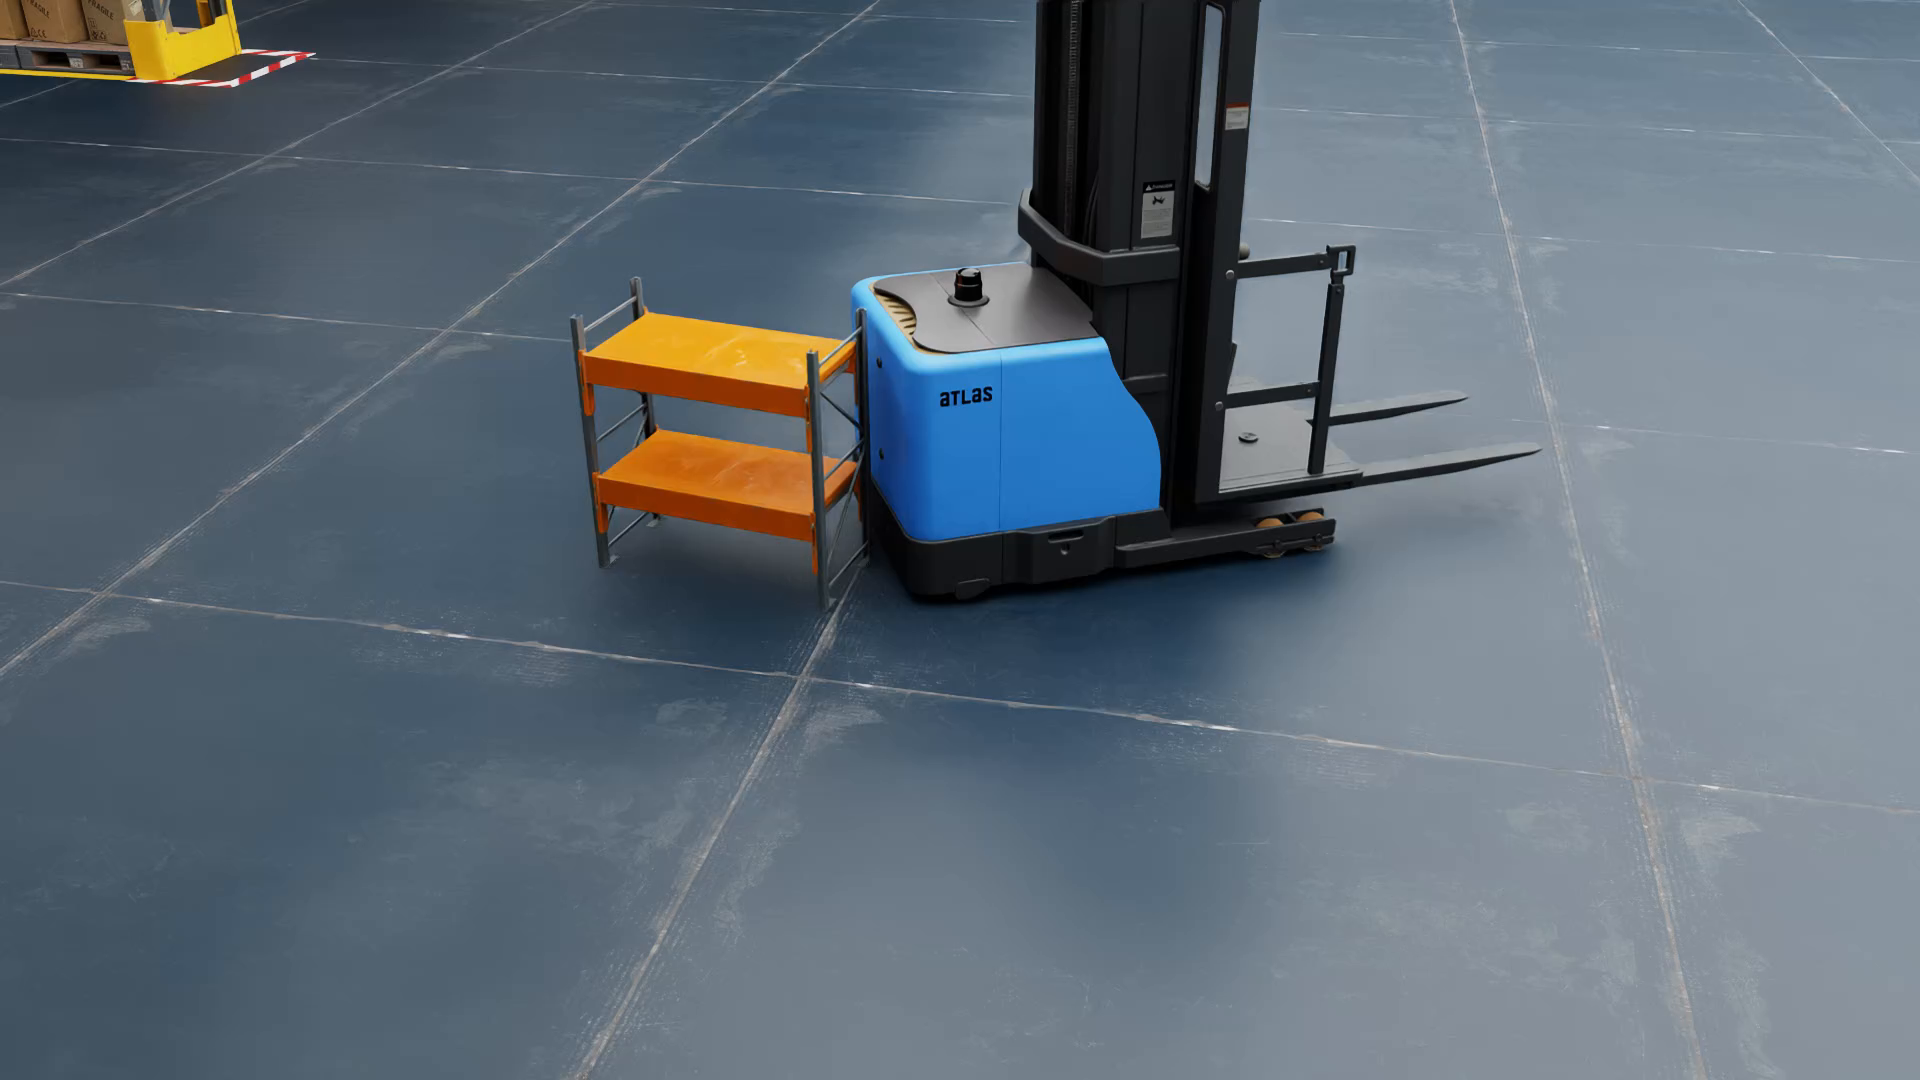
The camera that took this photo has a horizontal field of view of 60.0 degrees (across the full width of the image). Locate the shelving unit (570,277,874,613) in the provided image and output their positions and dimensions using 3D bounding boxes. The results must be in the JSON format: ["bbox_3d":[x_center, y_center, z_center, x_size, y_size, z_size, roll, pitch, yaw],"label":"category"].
[{"bbox_3d":[-0.947,-0.398,6.806,1.048,1.125,0.538,10,30,18],"label":"shelving unit"}]

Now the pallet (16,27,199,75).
[{"bbox_3d":[-7.799,-4.520,15.286,1.213,0.211,1.003,6,29,11],"label":"pallet"}]

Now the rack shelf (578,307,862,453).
[{"bbox_3d":[-0.947,-0.655,6.665,1.000,0.278,0.538,10,30,18],"label":"rack shelf"}]

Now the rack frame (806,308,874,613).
[{"bbox_3d":[-0.471,-0.312,6.649,0.032,1.125,0.500,10,30,18],"label":"rack frame"}]

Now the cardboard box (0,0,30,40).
[{"bbox_3d":[-8.744,-4.911,15.263,0.500,0.500,0.500,9,30,15],"label":"cardboard box"}]

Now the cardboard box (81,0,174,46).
[{"bbox_3d":[-7.544,-4.796,15.052,0.500,0.500,0.500,11,31,20],"label":"cardboard box"}]

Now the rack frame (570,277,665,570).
[{"bbox_3d":[-1.423,-0.484,6.962,0.032,1.125,0.500,10,30,18],"label":"rack frame"}]

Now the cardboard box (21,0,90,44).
[{"bbox_3d":[-8.136,-4.839,15.132,0.500,0.500,0.500,14,32,24],"label":"cardboard box"}]

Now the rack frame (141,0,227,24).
[{"bbox_3d":[-6.937,-5.637,14.424,0.127,3.000,1.000,6,29,11],"label":"rack frame"}]

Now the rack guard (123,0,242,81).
[{"bbox_3d":[-7.011,-4.549,15.038,0.348,0.500,1.175,6,29,11],"label":"rack guard"}]

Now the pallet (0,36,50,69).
[{"bbox_3d":[-8.988,-4.643,15.512,1.213,0.211,1.003,6,29,11],"label":"pallet"}]

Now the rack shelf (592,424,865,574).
[{"bbox_3d":[-0.947,-0.184,6.923,1.000,0.278,0.538,10,30,18],"label":"rack shelf"}]

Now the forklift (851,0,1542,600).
[{"bbox_3d":[1.100,-1.442,6.831,3.031,2.935,1.130,-8,30,-15],"label":"forklift"}]
